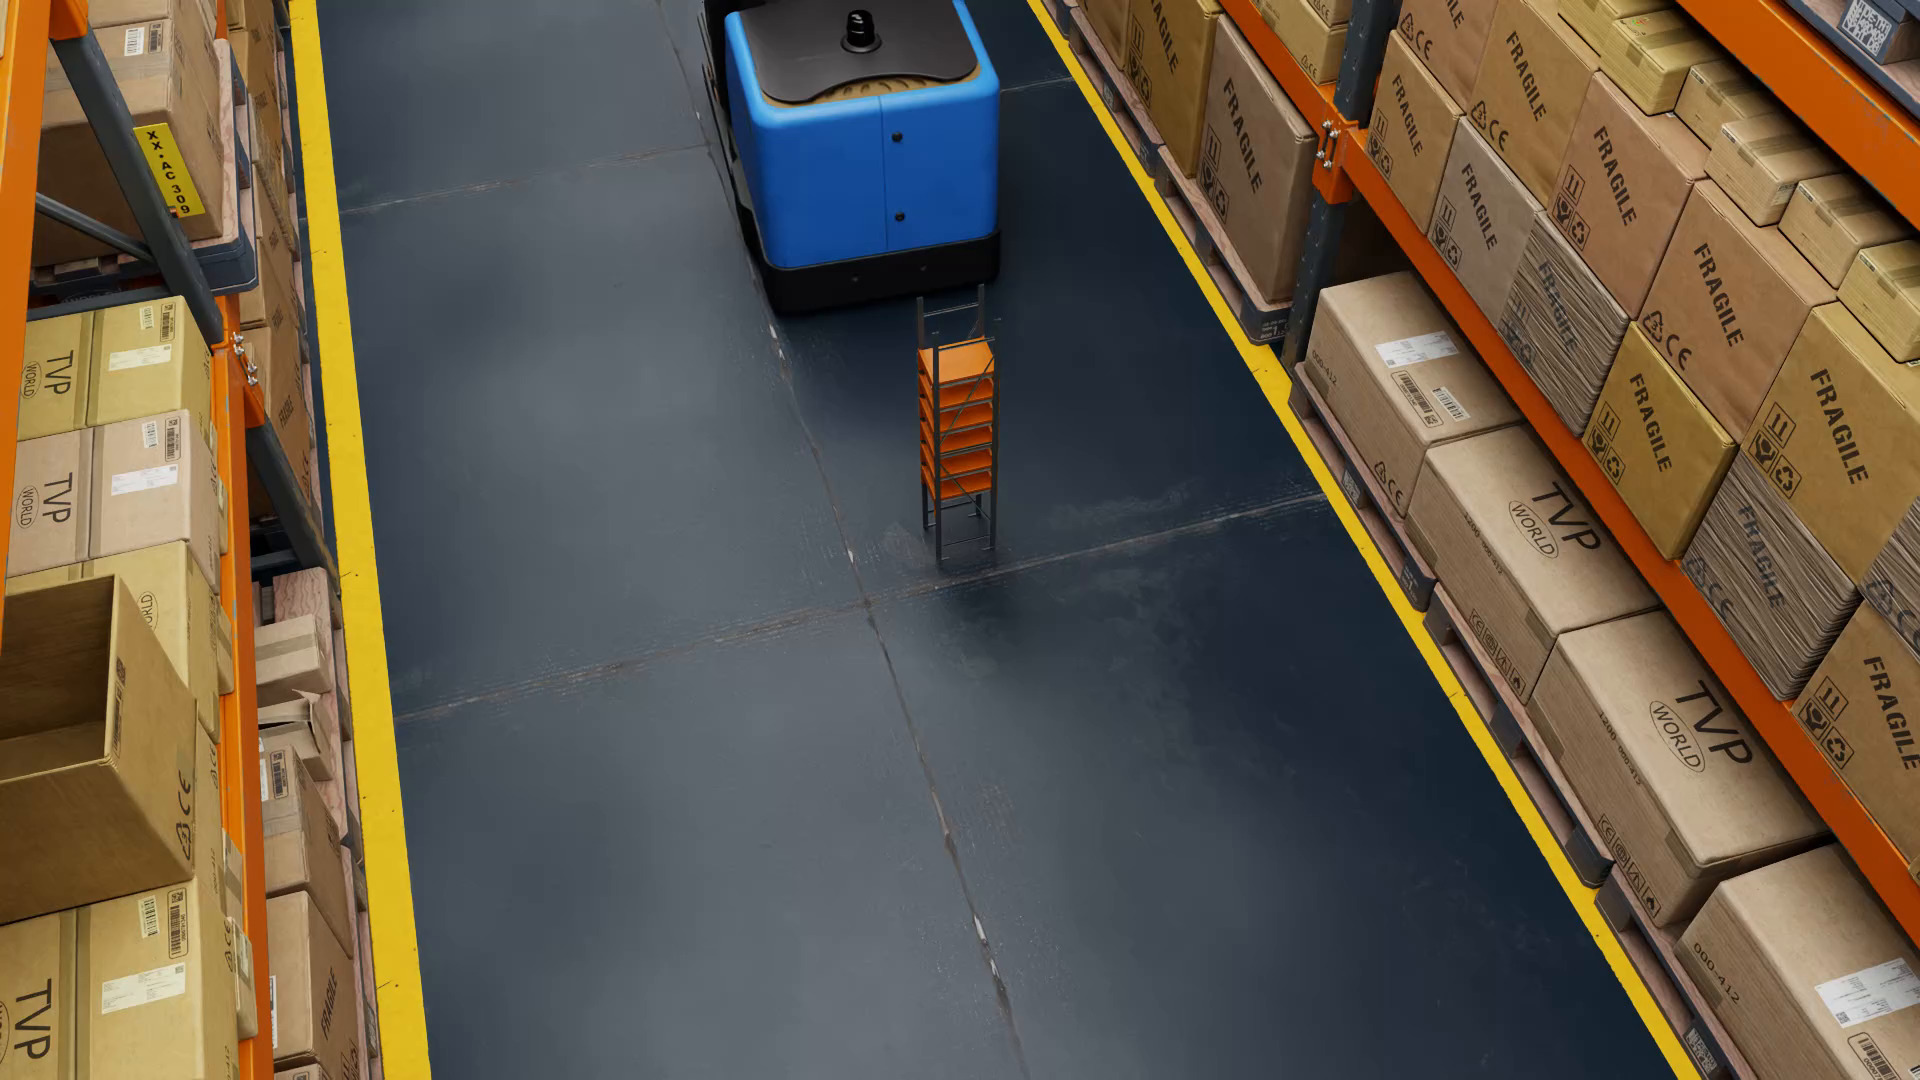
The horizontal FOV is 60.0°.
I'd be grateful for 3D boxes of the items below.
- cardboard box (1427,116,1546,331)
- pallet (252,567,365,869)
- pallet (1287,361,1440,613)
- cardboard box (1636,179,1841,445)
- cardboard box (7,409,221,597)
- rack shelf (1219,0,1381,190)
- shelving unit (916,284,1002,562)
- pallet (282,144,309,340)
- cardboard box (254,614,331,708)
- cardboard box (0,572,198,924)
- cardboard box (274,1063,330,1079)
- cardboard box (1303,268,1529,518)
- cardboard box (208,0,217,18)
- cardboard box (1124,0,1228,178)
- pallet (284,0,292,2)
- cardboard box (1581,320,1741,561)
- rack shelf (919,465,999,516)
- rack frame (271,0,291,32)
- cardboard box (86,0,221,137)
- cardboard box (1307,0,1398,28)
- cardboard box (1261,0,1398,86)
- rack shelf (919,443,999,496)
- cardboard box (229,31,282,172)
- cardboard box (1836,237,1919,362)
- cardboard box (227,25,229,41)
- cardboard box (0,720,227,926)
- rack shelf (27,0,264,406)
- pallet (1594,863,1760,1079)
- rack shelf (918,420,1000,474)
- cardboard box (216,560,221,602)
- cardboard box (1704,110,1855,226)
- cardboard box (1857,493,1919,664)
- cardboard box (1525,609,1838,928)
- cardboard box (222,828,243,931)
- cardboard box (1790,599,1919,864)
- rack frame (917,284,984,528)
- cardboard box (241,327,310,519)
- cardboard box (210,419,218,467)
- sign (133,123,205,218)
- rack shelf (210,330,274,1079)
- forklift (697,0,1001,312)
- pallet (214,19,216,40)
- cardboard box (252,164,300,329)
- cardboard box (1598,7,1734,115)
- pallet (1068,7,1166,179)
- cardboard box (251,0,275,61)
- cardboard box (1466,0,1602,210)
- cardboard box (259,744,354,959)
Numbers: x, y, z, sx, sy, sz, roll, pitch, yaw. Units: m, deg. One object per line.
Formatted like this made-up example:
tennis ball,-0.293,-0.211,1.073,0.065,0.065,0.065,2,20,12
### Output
cardboard box,1.912,-1.071,5.415,0.500,0.500,0.500,-13,51,-11
pallet,-2.660,0.716,5.798,1.003,0.211,1.213,-13,51,-11
pallet,2.028,-0.337,6.686,1.003,0.211,1.213,-13,51,-11
cardboard box,2.218,-0.645,4.403,0.500,0.500,0.500,-14,51,-11
cardboard box,-2.316,-0.053,4.526,0.500,0.250,0.500,-13,51,-11
rack shelf,1.287,-3.038,7.610,1.077,0.370,4.000,-13,51,-11
shelving unit,-0.004,-0.397,6.090,0.258,1.200,0.189,-13,51,-11
pallet,-3.503,-1.264,7.467,1.003,0.211,1.213,-13,51,-11
cardboard box,-2.417,0.440,5.797,0.380,0.149,0.250,-15,51,-12
cardboard box,-2.000,0.460,3.603,0.500,0.500,0.500,-12,51,-10
cardboard box,-1.985,1.806,4.415,0.700,0.500,0.500,-11,51,-9
cardboard box,1.961,-0.636,6.515,0.875,0.438,0.875,-14,51,-12
cardboard box,-3.177,-2.207,6.098,0.700,0.500,0.500,-14,51,-11
cardboard box,1.344,-2.353,7.676,0.875,0.875,0.875,-12,51,-10
pallet,-4.251,-3.317,9.198,1.003,0.211,1.213,-13,51,-11
cardboard box,2.205,-0.330,4.791,0.500,0.500,0.500,-12,51,-10
rack shelf,-0.004,-0.214,6.307,0.258,0.103,0.180,-13,51,-11
rack frame,-4.045,-3.606,7.618,1.000,3.000,0.127,-13,51,-11
cardboard box,-2.945,-1.634,5.615,0.700,0.500,0.500,-13,51,-11
cardboard box,1.516,-2.189,6.194,0.500,0.250,0.500,-13,51,-11
cardboard box,1.505,-2.032,6.389,0.500,0.250,0.500,-14,51,-12
rack shelf,-0.004,-0.291,6.216,0.258,0.103,0.180,-13,51,-11
cardboard box,-3.420,-1.926,7.561,0.500,0.500,0.500,-11,51,-9
cardboard box,2.334,-0.588,3.930,0.380,0.149,0.250,-12,51,-10
cardboard box,-3.477,-2.243,7.405,0.380,0.149,0.250,-12,51,-10
cardboard box,-2.030,0.691,3.899,0.500,0.250,0.500,-15,51,-12
rack shelf,-3.454,-1.913,6.661,1.077,0.370,4.000,-13,51,-11
pallet,2.750,1.445,5.184,1.003,0.211,1.213,-13,51,-11
rack shelf,-0.004,-0.369,6.124,0.258,0.103,0.180,-13,51,-11
cardboard box,-2.277,0.140,4.624,0.380,0.149,0.250,-12,51,-10
cardboard box,2.156,-0.967,4.249,0.380,0.149,0.250,-13,51,-11
cardboard box,2.509,0.084,3.787,0.500,0.500,0.500,-13,51,-11
cardboard box,2.492,0.677,5.408,0.875,0.438,0.875,-12,51,-10
cardboard box,-1.945,0.876,4.003,0.380,0.149,0.250,-12,51,-10
cardboard box,2.532,0.417,4.160,0.500,0.500,0.500,-14,51,-12
rack frame,-0.031,-0.464,6.146,0.240,1.200,0.006,-13,51,-11
cardboard box,-2.790,-0.418,6.291,0.500,0.500,0.500,-11,51,-9
cardboard box,-2.429,-0.242,4.946,0.380,0.149,0.250,-12,51,-10
sign,-2.346,-1.092,4.932,0.100,0.325,0.005,-13,51,-11
rack shelf,-2.271,1.008,4.198,1.077,0.370,4.000,-13,51,-11
forklift,-0.674,-3.099,7.235,1.130,2.935,3.031,-11,51,-9
pallet,-3.466,-2.125,6.494,1.003,0.211,1.213,-13,51,-11
cardboard box,-3.101,-1.170,6.925,0.500,0.500,0.500,-15,51,-12
cardboard box,1.996,-1.327,4.553,0.380,0.149,0.250,-15,51,-12
pallet,1.214,-2.350,8.383,1.003,0.211,1.213,-13,51,-11
cardboard box,-3.715,-2.675,8.193,0.500,0.500,0.500,-12,51,-10
cardboard box,1.931,-1.391,5.031,0.500,0.500,0.500,-14,51,-11
cardboard box,-2.292,1.048,5.055,0.700,0.500,0.500,-15,52,-12
